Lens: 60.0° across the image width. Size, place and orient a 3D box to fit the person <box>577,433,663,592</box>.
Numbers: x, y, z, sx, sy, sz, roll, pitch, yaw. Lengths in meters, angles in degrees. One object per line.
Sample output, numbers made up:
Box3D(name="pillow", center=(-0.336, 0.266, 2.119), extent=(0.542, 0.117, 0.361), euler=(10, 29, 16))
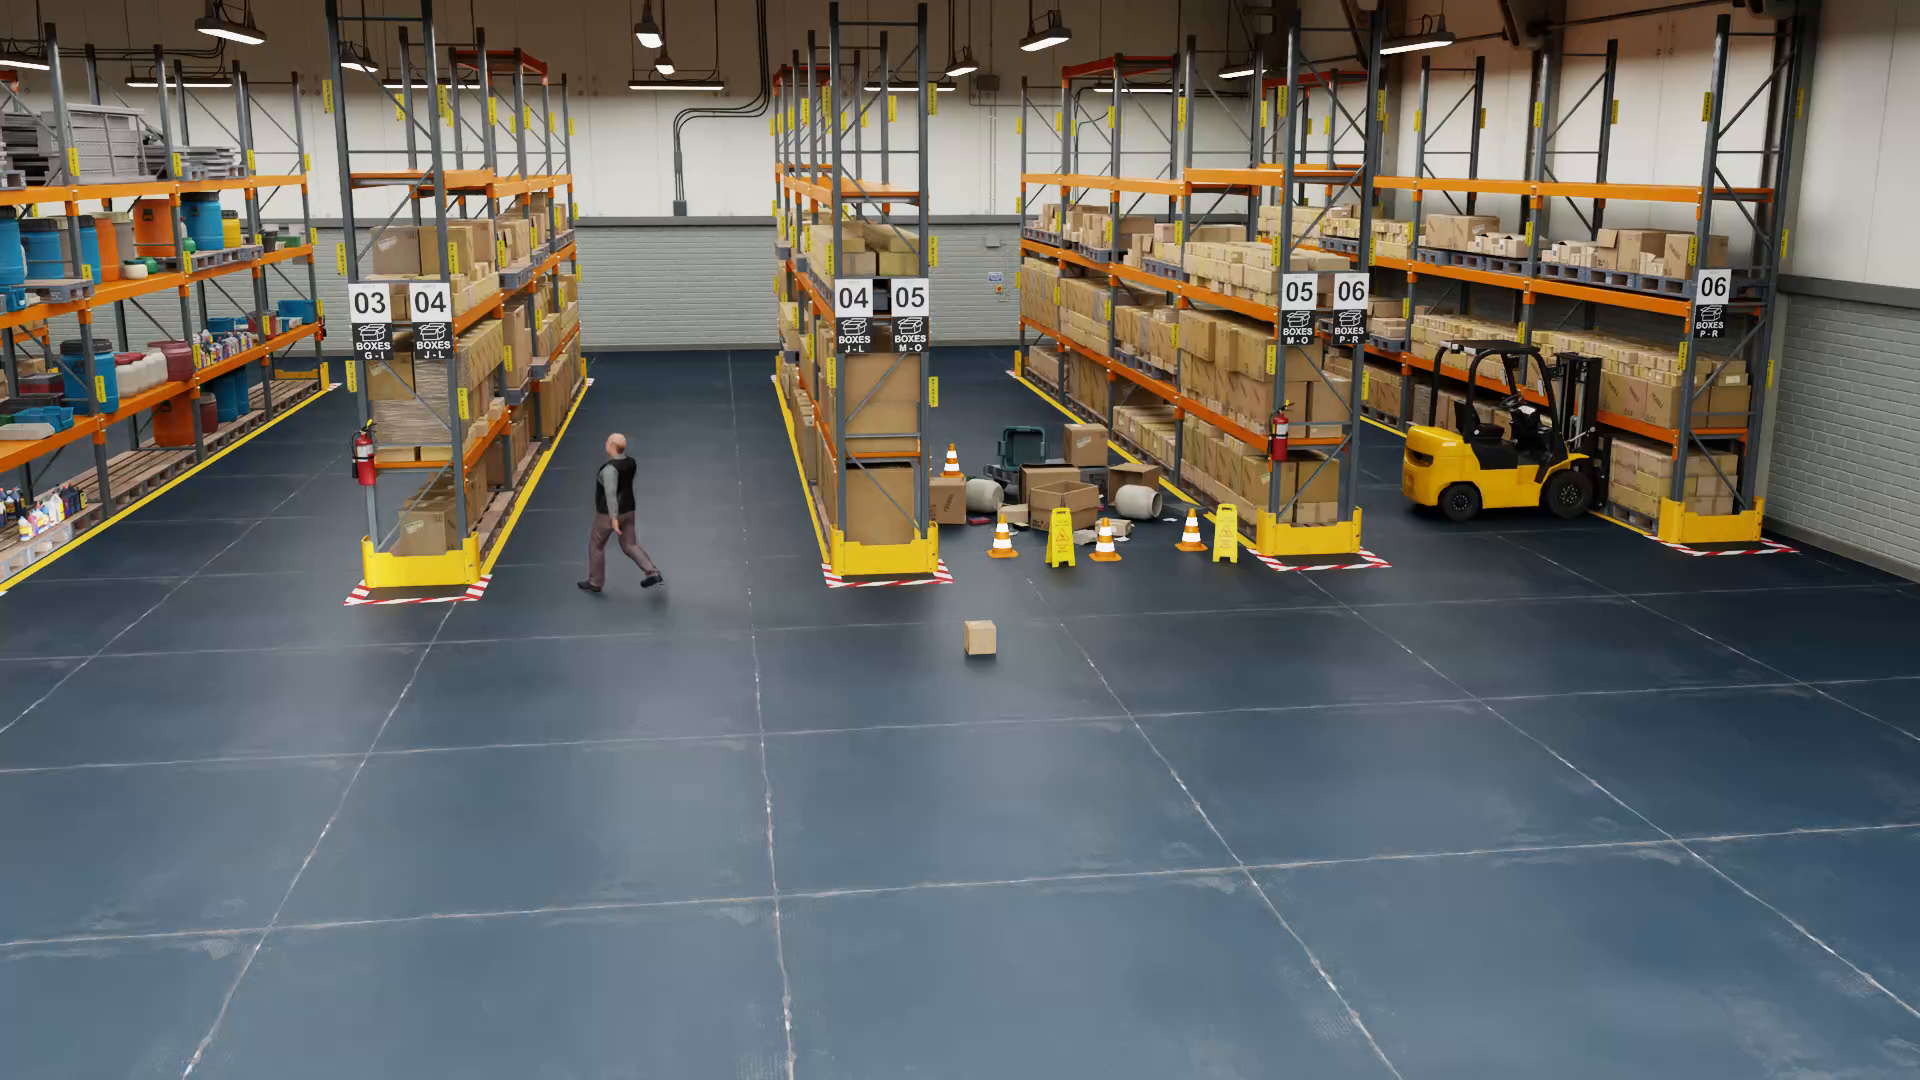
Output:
Box3D(name="person", center=(-3.558, -0.276, 17.242), extent=(0.971, 1.678, 0.536), euler=(7, 15, 27))
